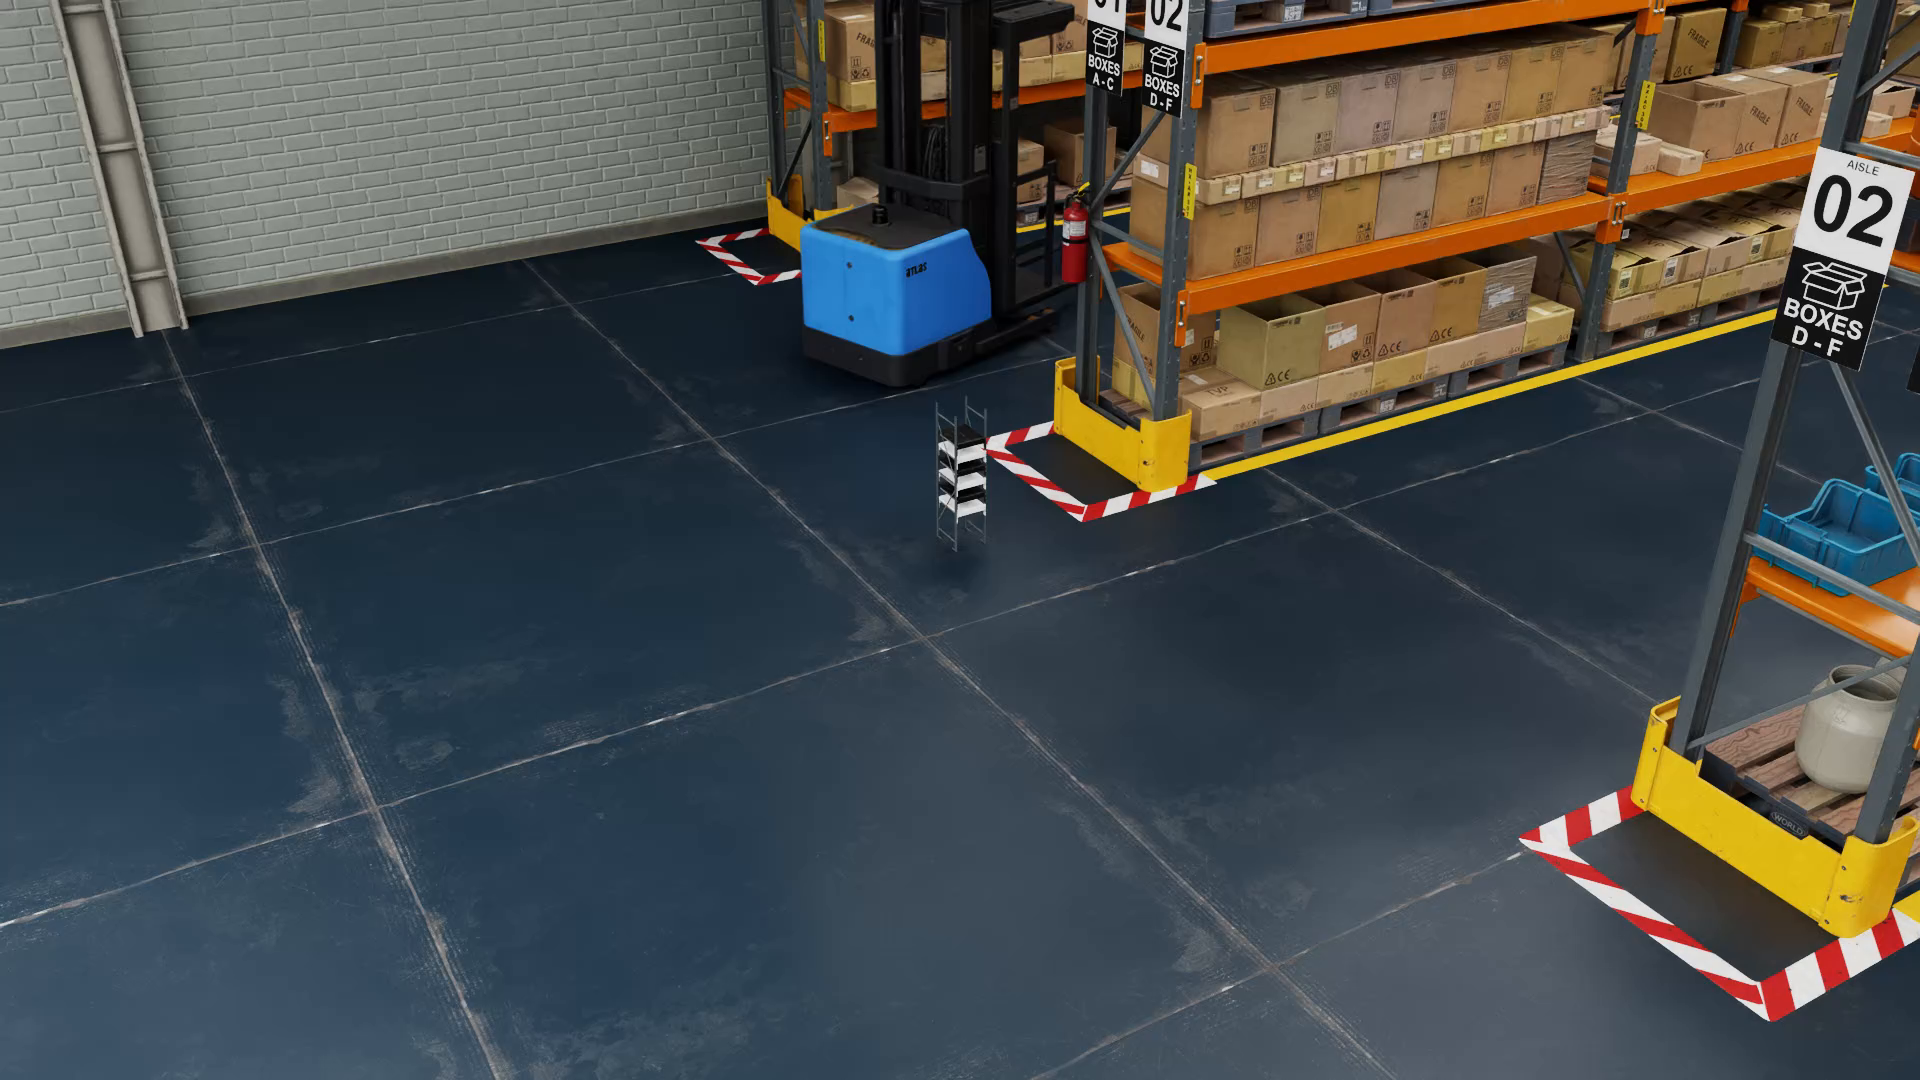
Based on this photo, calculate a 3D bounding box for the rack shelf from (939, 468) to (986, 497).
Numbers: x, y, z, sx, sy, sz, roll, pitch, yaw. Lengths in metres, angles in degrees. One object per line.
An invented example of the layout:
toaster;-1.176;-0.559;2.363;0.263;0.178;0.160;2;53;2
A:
rack shelf;0.007;-0.367;10.052;0.200;0.077;0.258;-16;33;-26

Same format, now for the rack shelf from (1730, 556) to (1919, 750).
rack shelf;5.327;-0.011;7.911;4.000;0.370;1.077;-16;33;-26

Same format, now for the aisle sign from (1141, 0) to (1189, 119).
aisle sign;1.195;-2.896;9.702;0.004;0.787;0.394;-16;33;-26

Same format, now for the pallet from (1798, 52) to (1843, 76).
pallet;10.678;-6.135;21.147;1.213;0.211;1.003;-16;33;-26

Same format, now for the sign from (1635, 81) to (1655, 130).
sign;4.827;-3.063;11.718;0.005;0.325;0.100;-16;33;-26

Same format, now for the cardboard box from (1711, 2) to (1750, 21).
cardboard box;9.400;-6.462;20.336;0.250;0.149;0.380;-16;33;-27

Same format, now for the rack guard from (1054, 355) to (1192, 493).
rack guard;1.075;-0.801;11.184;0.348;0.500;1.175;-16;33;-26

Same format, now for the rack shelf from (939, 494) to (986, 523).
rack shelf;0.007;-0.209;10.139;0.200;0.077;0.258;-16;33;-26

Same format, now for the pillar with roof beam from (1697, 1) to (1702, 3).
pillar with roof beam;11.276;-8.266;15.915;0.400;9.000;9.100;-16;33;-26

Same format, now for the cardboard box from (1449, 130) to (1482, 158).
cardboard box;3.323;-2.742;11.339;0.250;0.149;0.380;-15;32;-25

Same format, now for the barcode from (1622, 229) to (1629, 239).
barcode;4.976;-2.288;12.429;0.075;0.075;0.001;-16;33;-26

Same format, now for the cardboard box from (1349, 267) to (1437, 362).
cardboard box;2.966;-1.614;11.705;0.500;0.500;0.500;-16;33;-26

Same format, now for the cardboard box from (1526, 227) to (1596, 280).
cardboard box;4.749;-2.324;13.188;0.500;0.311;0.500;-16;33;-26

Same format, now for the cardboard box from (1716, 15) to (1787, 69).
cardboard box;9.626;-6.131;20.408;0.500;0.500;0.700;-15;32;-26

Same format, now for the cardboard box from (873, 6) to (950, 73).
cardboard box;-0.422;-4.344;14.375;0.500;0.500;0.500;-16;33;-26

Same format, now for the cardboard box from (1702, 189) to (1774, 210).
cardboard box;6.504;-2.823;14.092;0.500;0.311;0.500;-17;33;-28

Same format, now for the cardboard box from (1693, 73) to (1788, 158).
cardboard box;6.101;-3.357;13.125;0.500;0.500;0.500;-16;33;-26

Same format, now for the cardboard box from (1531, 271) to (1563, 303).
cardboard box;4.755;-2.083;13.330;0.500;0.250;0.500;-16;33;-27

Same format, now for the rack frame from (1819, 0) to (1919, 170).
rack frame;3.602;-2.463;5.400;0.127;3.000;1.000;-16;33;-26

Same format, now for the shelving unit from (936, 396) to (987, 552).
shelving unit;0.007;-0.396;10.036;0.210;0.900;0.258;-16;33;-26

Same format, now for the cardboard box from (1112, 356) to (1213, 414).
cardboard box;1.409;-1.136;11.614;0.500;0.250;0.500;-16;33;-26

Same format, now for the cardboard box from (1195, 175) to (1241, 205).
cardboard box;1.543;-2.235;10.421;0.250;0.149;0.380;-16;33;-27

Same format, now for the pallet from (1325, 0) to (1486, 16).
pallet;2.772;-3.639;10.726;1.213;0.211;1.003;-16;33;-26

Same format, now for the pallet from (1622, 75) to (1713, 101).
pallet;8.302;-5.460;19.925;1.213;0.211;1.003;-16;33;-26

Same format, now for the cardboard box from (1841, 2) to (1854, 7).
cardboard box;11.394;-6.634;21.320;0.500;0.500;0.700;-16;33;-26

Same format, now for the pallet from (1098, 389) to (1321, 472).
pallet;1.734;-0.885;11.635;1.213;0.211;1.003;-16;33;-26

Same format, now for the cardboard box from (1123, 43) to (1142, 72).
cardboard box;1.343;-4.525;15.480;0.500;0.250;0.500;-16;33;-26

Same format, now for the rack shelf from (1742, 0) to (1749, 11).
rack shelf;10.654;-7.076;20.712;4.000;0.370;1.077;-16;33;-26

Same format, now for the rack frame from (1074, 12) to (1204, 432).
rack frame;1.096;-1.901;10.590;0.127;3.000;1.000;-16;33;-26

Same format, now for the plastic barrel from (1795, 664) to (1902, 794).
plastic barrel;4.131;0.876;7.699;0.421;0.512;0.421;0;29;0

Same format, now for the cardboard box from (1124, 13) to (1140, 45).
cardboard box;1.354;-4.845;15.284;0.500;0.500;0.500;-16;33;-27

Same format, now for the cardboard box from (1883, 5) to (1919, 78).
cardboard box;8.479;-4.288;14.378;0.700;0.500;0.500;22;36;34

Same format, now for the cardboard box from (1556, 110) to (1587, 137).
cardboard box;4.205;-2.993;11.793;0.250;0.149;0.380;-17;33;-27

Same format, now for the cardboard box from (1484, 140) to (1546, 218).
cardboard box;3.714;-2.681;11.900;0.500;0.500;0.700;-16;33;-27

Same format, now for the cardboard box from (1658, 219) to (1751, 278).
cardboard box;5.907;-2.351;13.236;0.500;0.311;0.500;-17;33;-28

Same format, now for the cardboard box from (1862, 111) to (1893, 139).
cardboard box;7.358;-3.414;13.592;0.250;0.149;0.380;-16;33;-26

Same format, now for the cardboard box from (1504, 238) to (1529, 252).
cardboard box;3.986;-2.206;12.777;0.500;0.500;0.500;-16;33;-26

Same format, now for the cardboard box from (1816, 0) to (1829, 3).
cardboard box;10.739;-6.844;21.028;0.250;0.149;0.380;-15;32;-26

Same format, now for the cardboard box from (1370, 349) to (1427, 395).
cardboard box;2.965;-1.286;11.887;0.500;0.250;0.500;-16;33;-26

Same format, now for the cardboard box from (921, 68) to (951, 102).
cardboard box;-0.395;-4.027;14.577;0.500;0.250;0.500;-17;33;-28

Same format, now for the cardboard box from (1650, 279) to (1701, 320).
cardboard box;5.459;-1.980;13.145;0.500;0.250;0.500;-15;32;-25

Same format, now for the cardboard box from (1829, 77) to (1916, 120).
cardboard box;7.658;-3.750;14.032;0.500;0.311;0.500;-14;32;-23

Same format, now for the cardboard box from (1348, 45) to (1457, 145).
cardboard box;2.867;-3.012;11.158;0.500;0.500;0.700;-16;33;-26

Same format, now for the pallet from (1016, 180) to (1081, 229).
pallet;0.418;-3.242;15.907;1.213;0.211;1.003;-16;33;-26

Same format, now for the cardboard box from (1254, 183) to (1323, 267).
cardboard box;1.955;-2.184;11.000;0.500;0.500;0.700;-15;32;-25

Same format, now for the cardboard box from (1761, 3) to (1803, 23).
cardboard box;10.014;-6.423;20.265;0.250;0.149;0.380;-15;32;-25

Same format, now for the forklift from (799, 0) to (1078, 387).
forklift;0.151;-3.032;12.711;1.130;2.935;3.031;23;36;35

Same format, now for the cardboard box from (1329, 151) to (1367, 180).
cardboard box;2.433;-2.489;10.880;0.250;0.149;0.380;-17;33;-28

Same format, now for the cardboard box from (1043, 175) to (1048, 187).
cardboard box;0.643;-3.504;15.991;0.250;0.149;0.380;-19;34;-30
